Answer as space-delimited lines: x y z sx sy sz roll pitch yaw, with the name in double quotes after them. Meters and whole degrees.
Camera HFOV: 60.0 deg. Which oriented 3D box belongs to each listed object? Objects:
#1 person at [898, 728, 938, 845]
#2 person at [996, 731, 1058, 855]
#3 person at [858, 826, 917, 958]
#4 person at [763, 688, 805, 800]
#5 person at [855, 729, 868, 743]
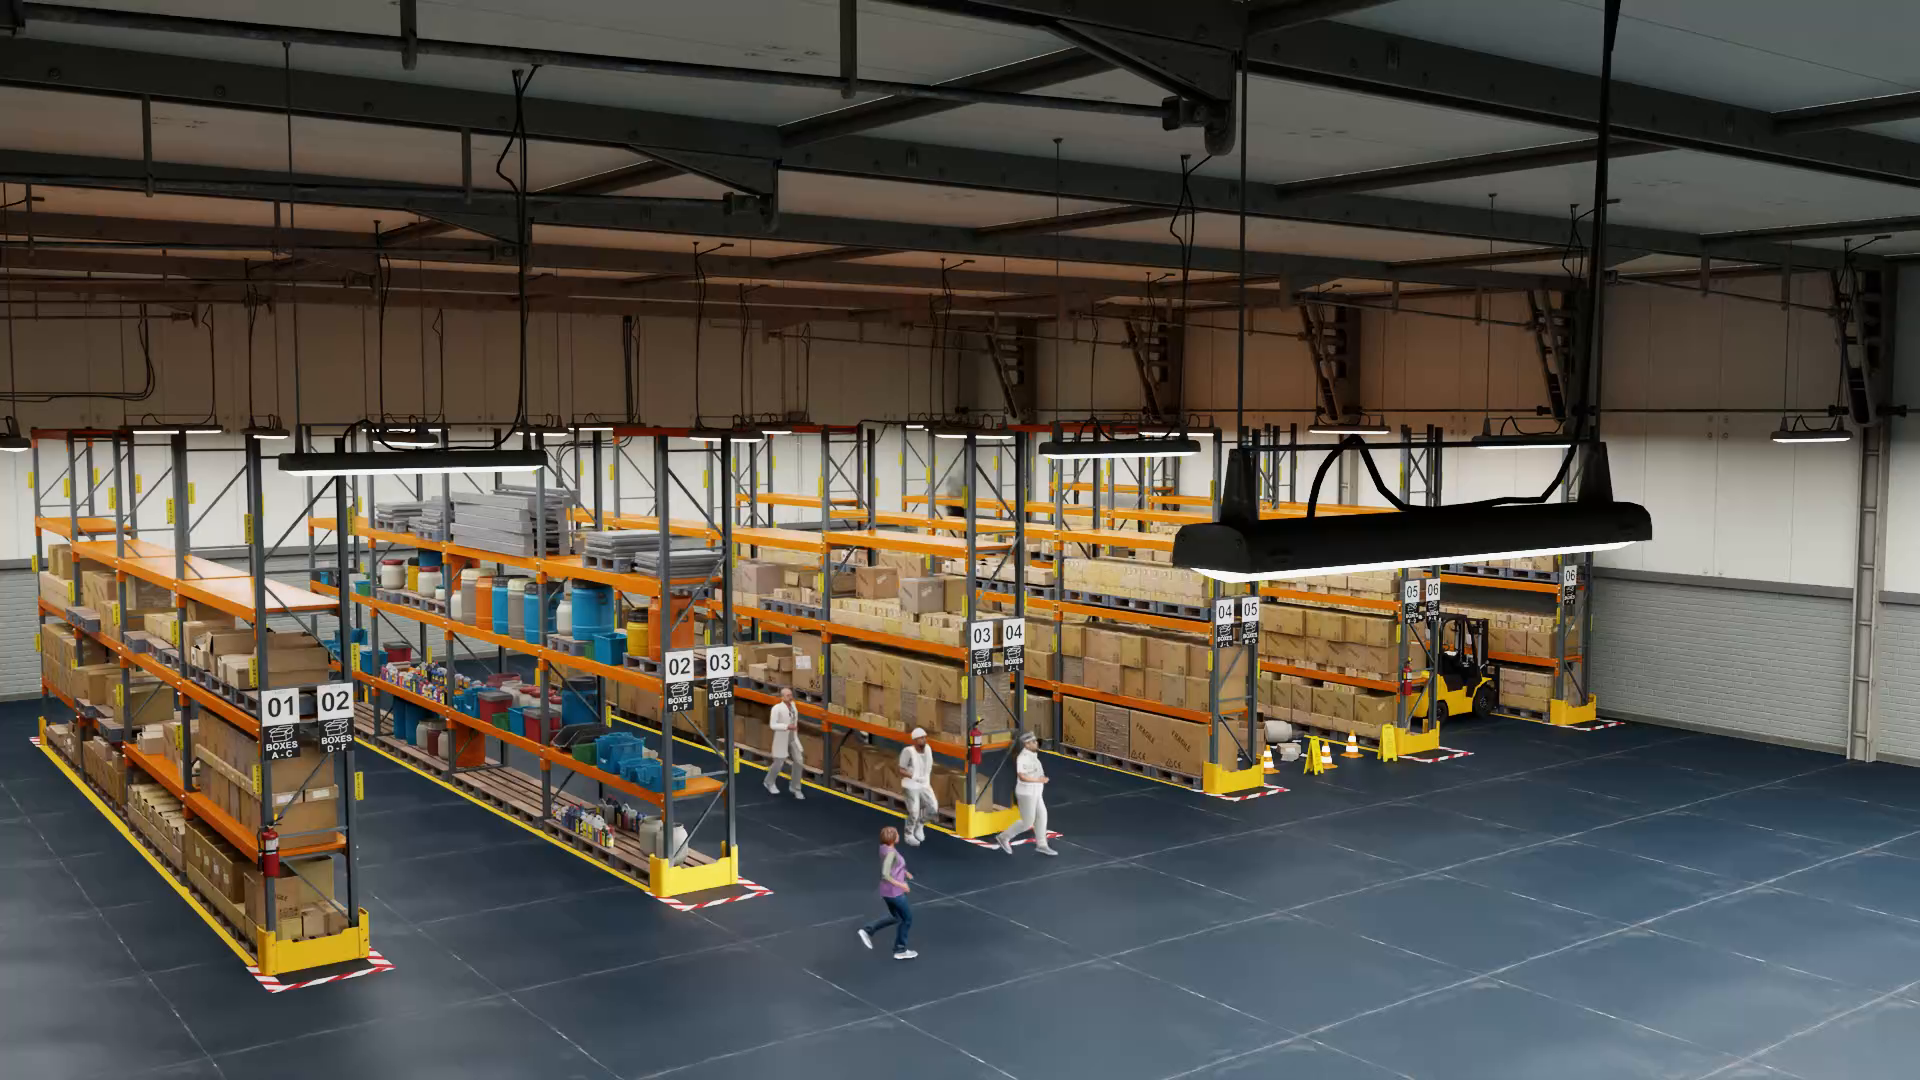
-0.574 3.575 24.055 0.695 1.734 0.626 -4 6 -40 "person"
0.948 3.591 23.550 0.881 1.799 0.686 0 4 6 "person"
-0.822 4.052 19.096 0.680 1.553 0.542 -1 5 -13 "person"
-2.866 3.321 27.149 0.649 1.838 0.931 -4 6 -43 "person"
-1.829 3.002 31.231 0.696 1.741 0.708 -4 6 -40 "person"
